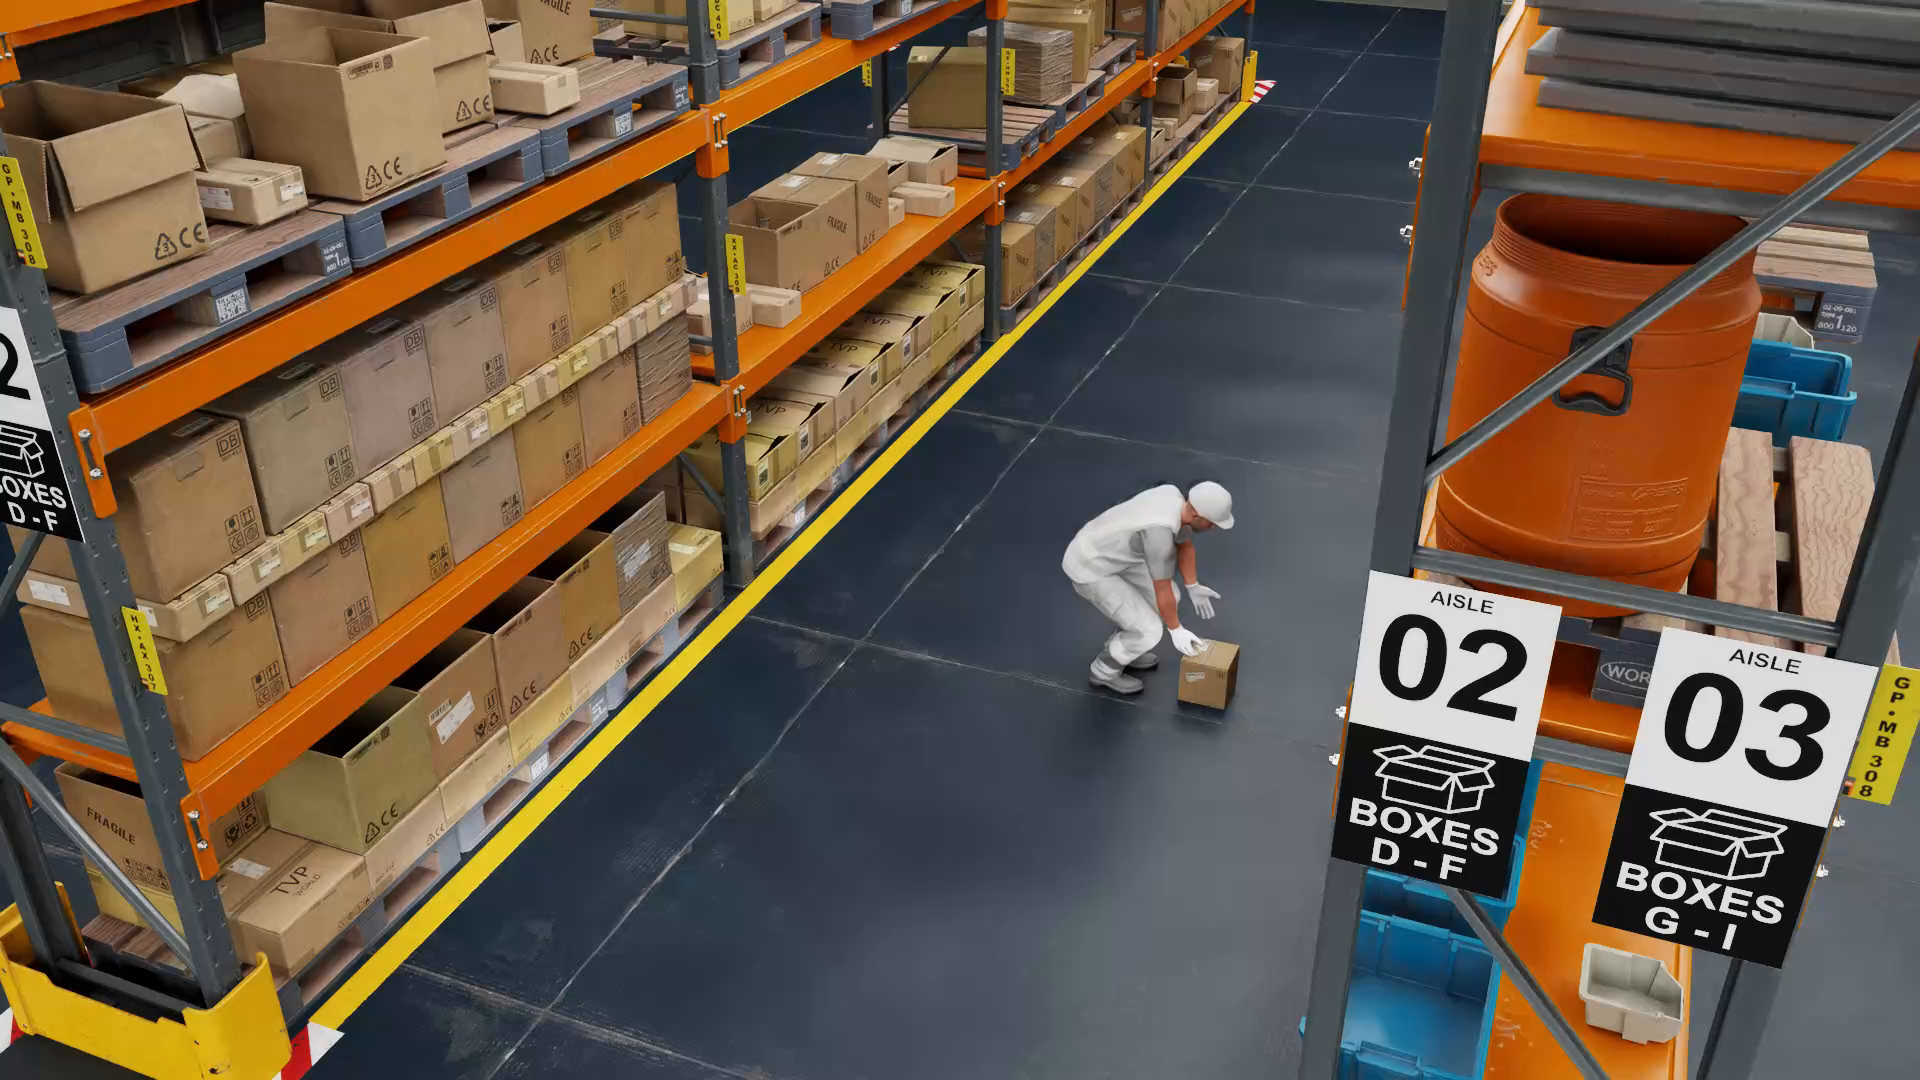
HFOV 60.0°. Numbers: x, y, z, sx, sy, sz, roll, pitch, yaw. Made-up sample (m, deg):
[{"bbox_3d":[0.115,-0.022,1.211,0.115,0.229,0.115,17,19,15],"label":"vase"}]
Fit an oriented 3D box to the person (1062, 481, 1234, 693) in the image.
[{"bbox_3d":[0.968,0.191,8.639,0.845,1.201,0.584,11,31,19],"label":"person"}]
